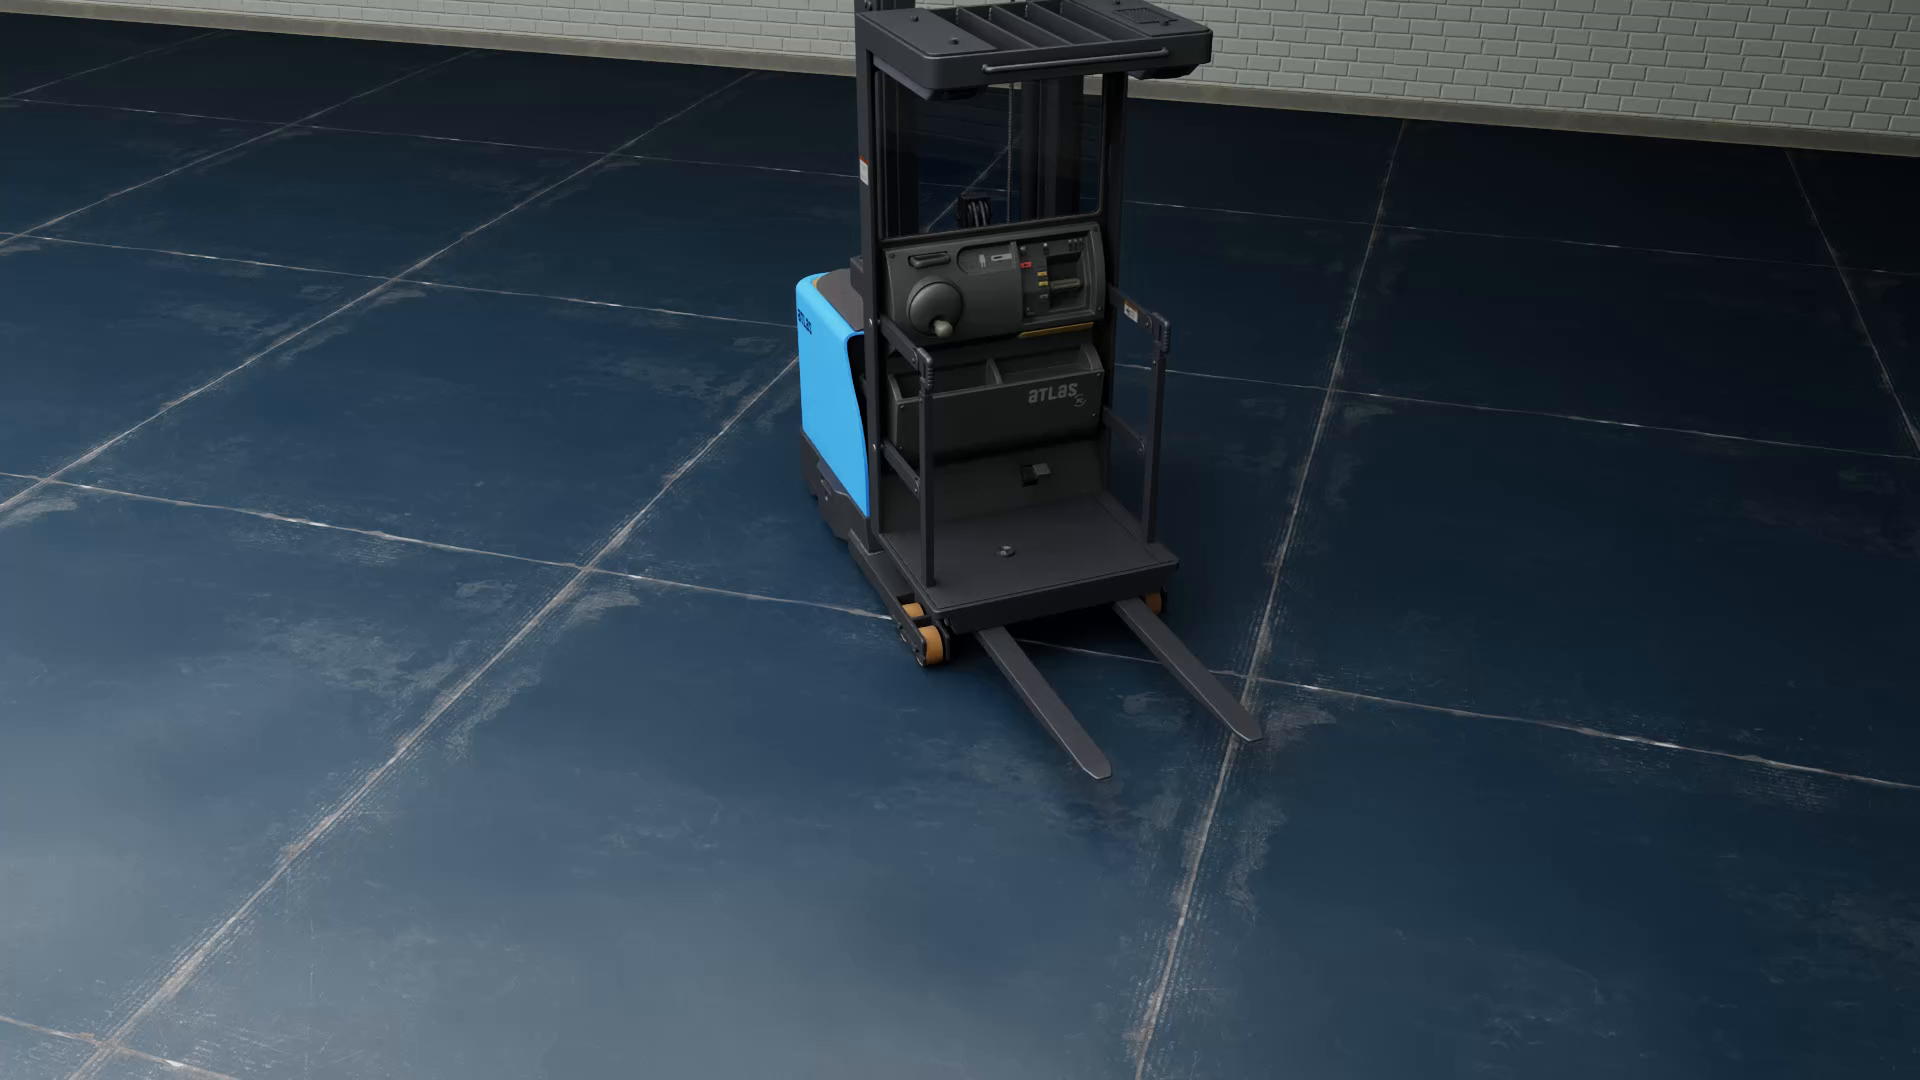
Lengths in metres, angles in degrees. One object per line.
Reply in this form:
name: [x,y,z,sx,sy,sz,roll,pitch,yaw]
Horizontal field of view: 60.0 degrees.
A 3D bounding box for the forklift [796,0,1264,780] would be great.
forklift: [0.232,-0.996,6.525,1.130,2.935,3.031,-11,31,-19]
